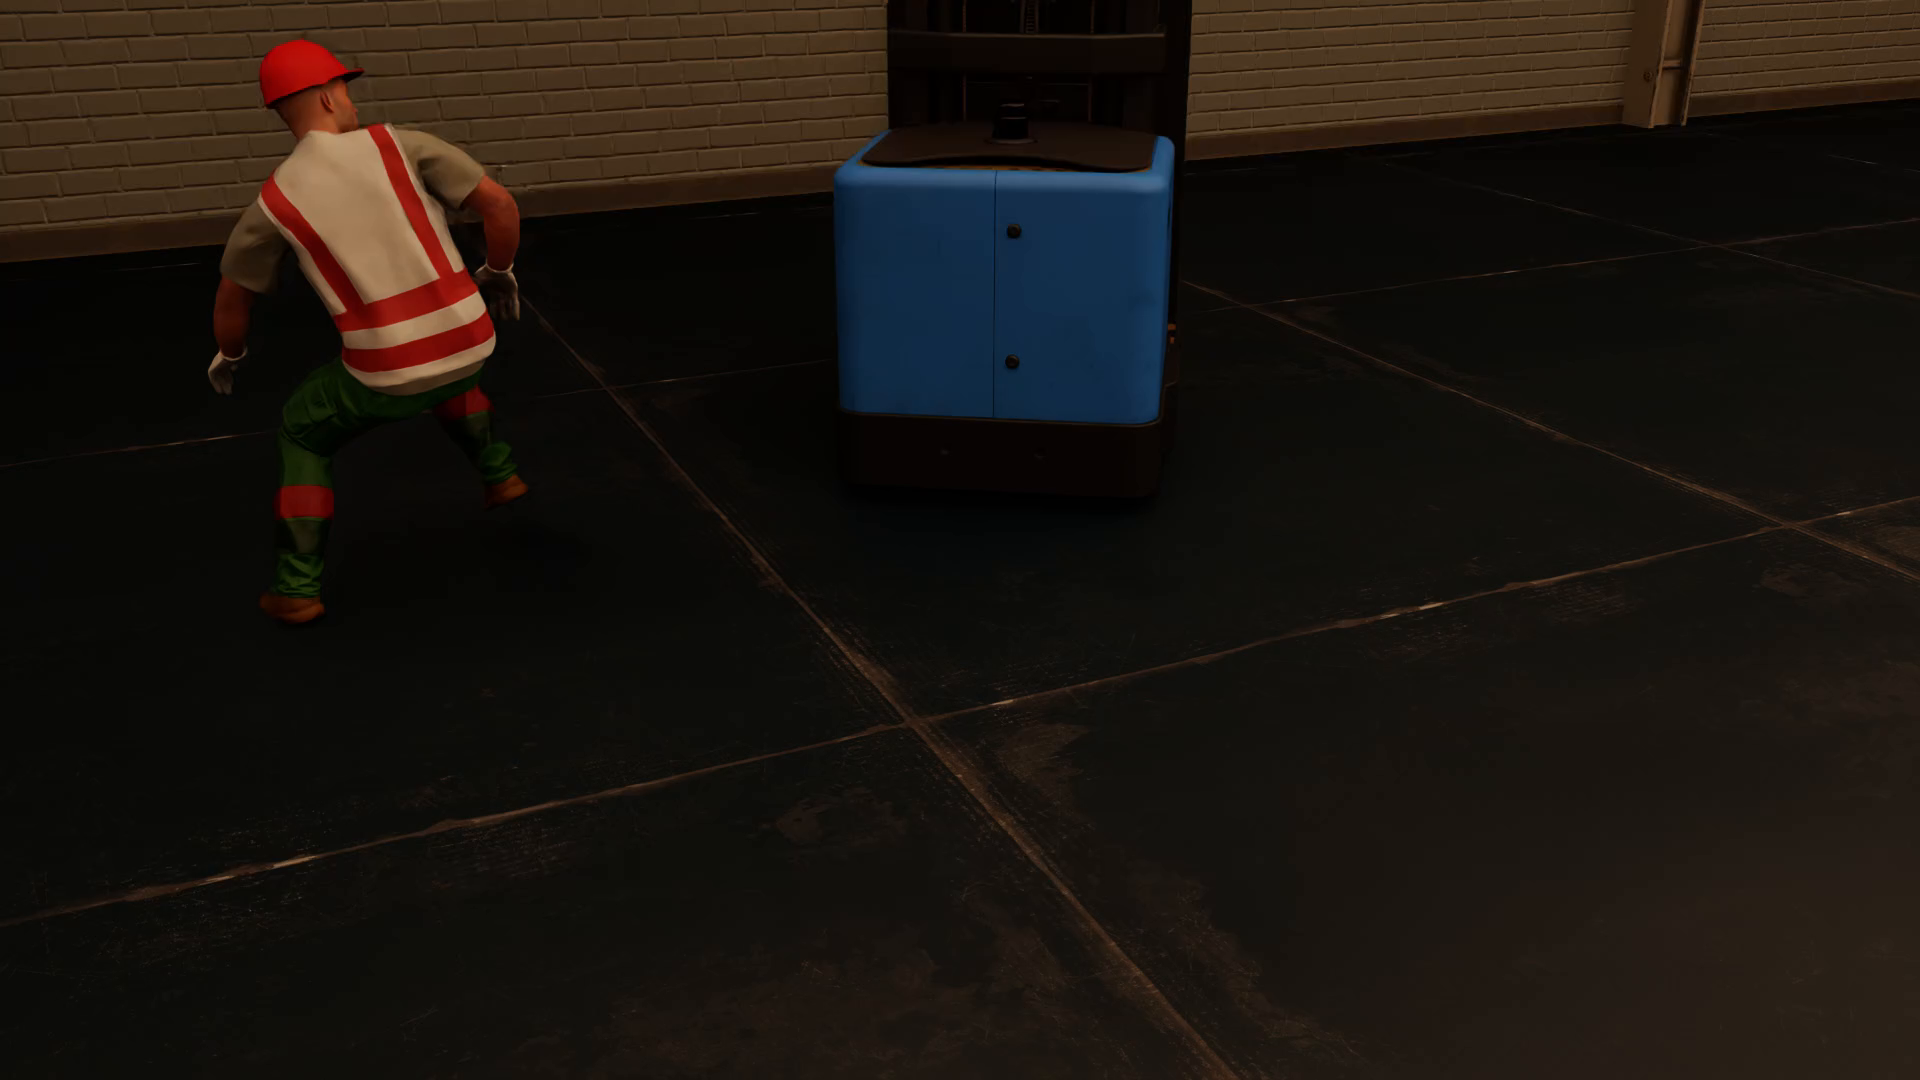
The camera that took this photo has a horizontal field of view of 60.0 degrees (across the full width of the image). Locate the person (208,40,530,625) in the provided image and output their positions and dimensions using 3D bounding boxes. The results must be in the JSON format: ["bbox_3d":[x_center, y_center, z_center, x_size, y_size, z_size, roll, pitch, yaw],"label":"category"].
[{"bbox_3d":[-1.617,-0.571,4.570,0.833,1.539,0.678,-14,26,-30],"label":"person"}]

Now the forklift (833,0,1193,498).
[{"bbox_3d":[0.316,-2.016,6.139,1.130,2.935,3.031,3,23,7],"label":"forklift"}]
